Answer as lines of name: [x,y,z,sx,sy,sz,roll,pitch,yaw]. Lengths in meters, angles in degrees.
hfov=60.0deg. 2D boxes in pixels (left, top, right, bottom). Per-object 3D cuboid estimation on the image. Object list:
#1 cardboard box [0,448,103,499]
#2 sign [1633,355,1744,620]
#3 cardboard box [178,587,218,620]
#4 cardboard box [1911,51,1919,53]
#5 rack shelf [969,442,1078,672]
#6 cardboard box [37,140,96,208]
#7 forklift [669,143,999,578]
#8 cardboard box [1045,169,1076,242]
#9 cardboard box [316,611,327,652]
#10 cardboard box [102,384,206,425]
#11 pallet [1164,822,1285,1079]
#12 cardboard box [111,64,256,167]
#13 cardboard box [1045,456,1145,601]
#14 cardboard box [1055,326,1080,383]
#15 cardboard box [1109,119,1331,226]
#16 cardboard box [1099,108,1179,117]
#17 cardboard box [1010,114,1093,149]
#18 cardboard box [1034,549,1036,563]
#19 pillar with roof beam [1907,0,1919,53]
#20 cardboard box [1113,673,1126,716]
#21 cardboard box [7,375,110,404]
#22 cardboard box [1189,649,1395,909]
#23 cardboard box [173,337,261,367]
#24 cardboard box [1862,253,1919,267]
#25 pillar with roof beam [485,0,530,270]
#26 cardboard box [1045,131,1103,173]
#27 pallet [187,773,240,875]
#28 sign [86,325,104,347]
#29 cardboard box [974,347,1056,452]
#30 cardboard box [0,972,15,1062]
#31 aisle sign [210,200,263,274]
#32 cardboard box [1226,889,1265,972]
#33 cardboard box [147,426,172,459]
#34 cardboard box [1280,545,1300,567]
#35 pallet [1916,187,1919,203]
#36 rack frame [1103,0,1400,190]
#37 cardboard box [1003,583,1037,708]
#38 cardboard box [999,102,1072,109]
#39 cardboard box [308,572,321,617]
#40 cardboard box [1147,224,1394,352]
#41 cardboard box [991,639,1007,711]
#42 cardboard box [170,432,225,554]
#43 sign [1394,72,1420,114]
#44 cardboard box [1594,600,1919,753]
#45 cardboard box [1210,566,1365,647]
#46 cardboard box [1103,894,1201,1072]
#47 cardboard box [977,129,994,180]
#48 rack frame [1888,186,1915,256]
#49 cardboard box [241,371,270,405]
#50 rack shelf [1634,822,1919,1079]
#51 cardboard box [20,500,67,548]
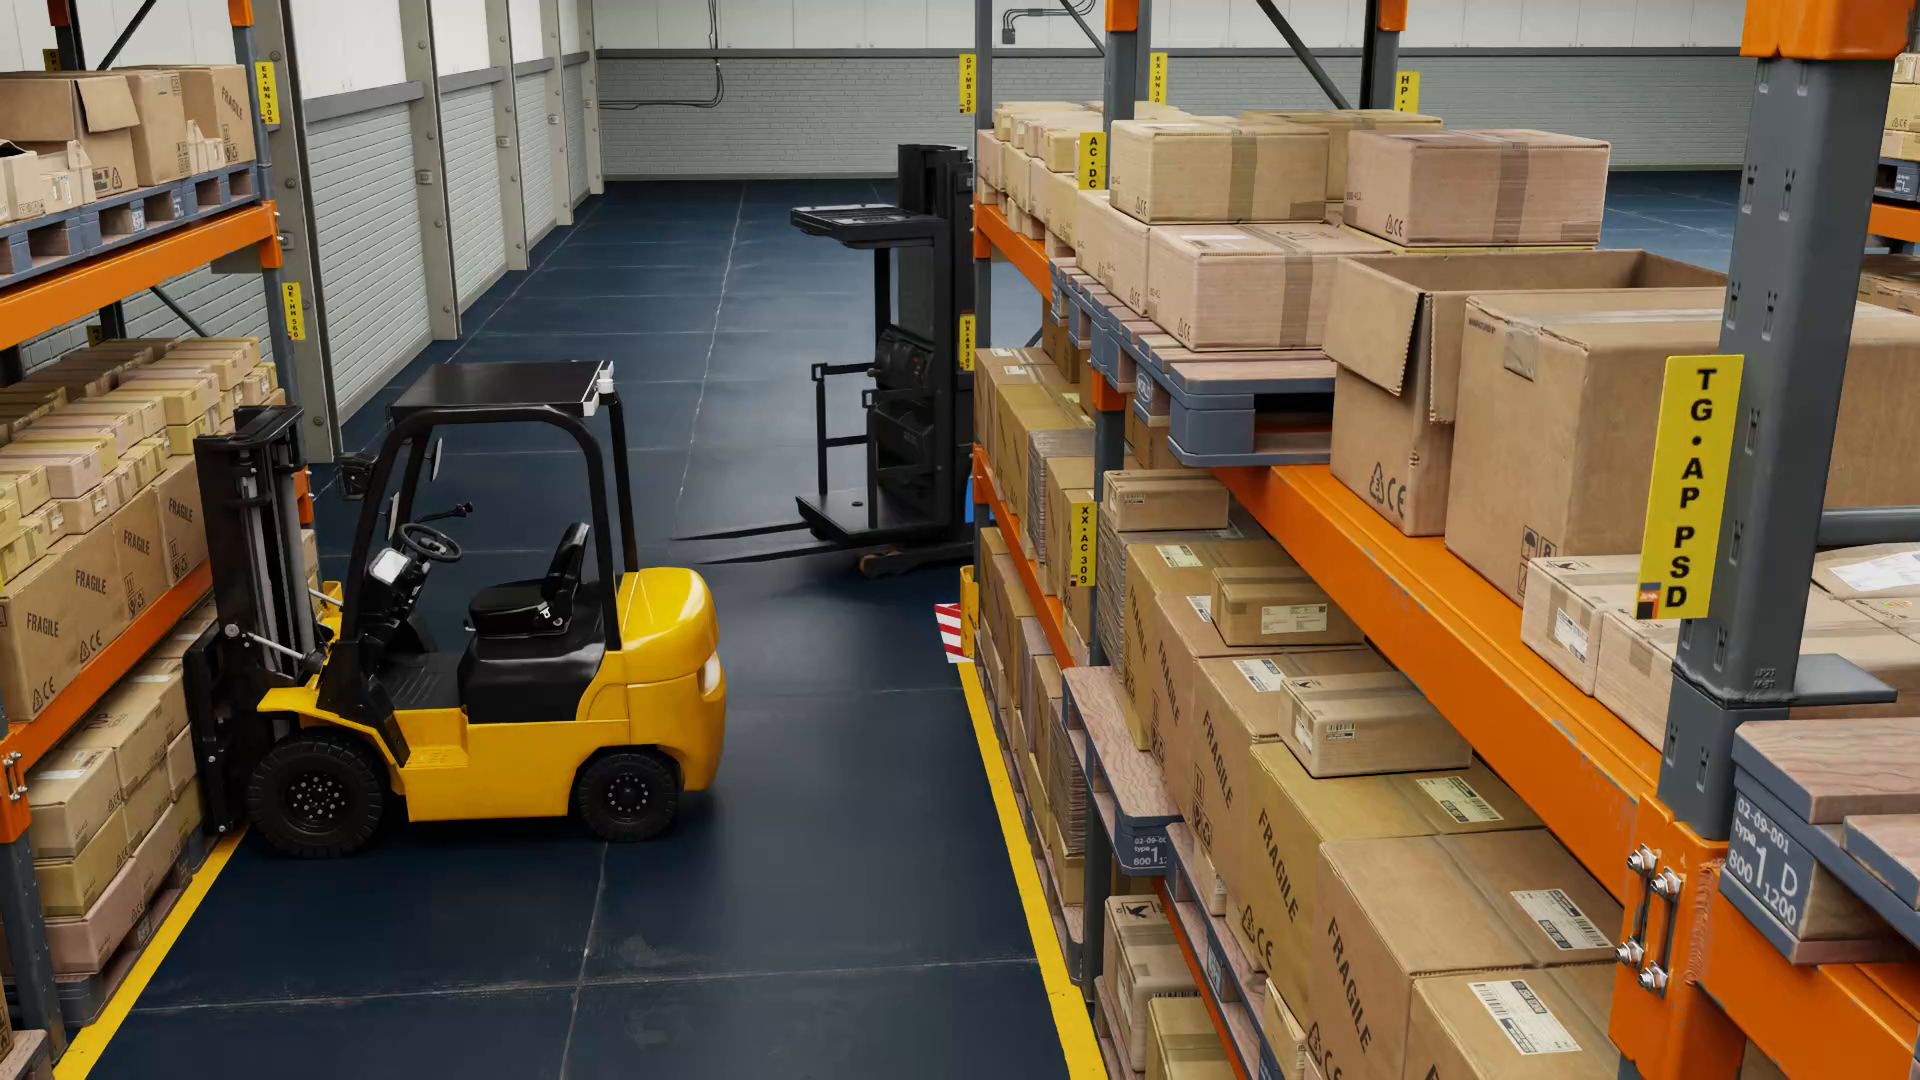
cardboard box: [-3.751,-0.269,6.780,0.380,0.149,0.250,-1,17,-4]
sign: [0.873,-0.059,1.988,0.100,0.325,0.005,-2,18,-6]
cardboard box: [-3.871,0.437,8.497,0.500,0.250,0.500,-2,17,-5]
cardboard box: [5.873,-2.814,9.846,0.380,0.149,0.250,-2,18,-5]
rack shelf: [0.794,0.158,8.368,1.077,0.370,4.000,-2,18,-6]
cardboard box: [-3.787,-1.502,6.801,0.396,0.266,0.258,-2,18,-7]
forklift: [-0.586,-1.307,11.947,3.031,2.935,1.130,-8,19,-24]
cardboard box: [0.634,-1.365,6.762,0.500,0.250,0.500,-2,18,-7]
cardboard box: [-3.986,0.615,9.600,0.500,0.250,0.500,-2,18,-5]
cardboard box: [-3.871,-0.649,7.989,0.380,0.149,0.250,-1,17,-5]
pallet: [1.168,1.105,4.469,1.003,0.211,1.213,-2,18,-6]
cardboard box: [-4.061,-2.229,8.728,0.500,0.500,0.500,-1,17,-4]
cardboard box: [0.647,-0.057,7.187,0.500,0.500,0.500,-1,17,-4]
cardboard box: [0.902,-1.151,9.004,0.700,0.500,0.500,-2,18,-5]
cardboard box: [0.724,-1.053,4.731,0.500,0.250,0.500,-2,18,-7]
cardboard box: [0.924,-2.151,8.600,0.380,0.149,0.250,-2,18,-5]
cardboard box: [0.446,-1.981,8.061,0.380,0.149,0.250,-1,17,-4]
cardboard box: [0.559,0.064,7.884,0.380,0.149,0.250,-2,18,-7]
pillar with roof beam: [18.782,-13.032,39.164,9.100,9.000,0.400,-2,18,-6]
cardboard box: [0.743,0.504,5.781,0.380,0.149,0.250,-2,17,-5]
cardboard box: [-4.429,-0.710,8.185,0.380,0.149,0.250,-1,17,-4]
cardboard box: [0.917,0.619,4.334,0.500,0.500,0.500,-2,18,-8]
cardboard box: [-4.102,-1.026,9.190,0.380,0.149,0.250,-2,18,-5]
cardboard box: [5.501,-1.439,10.201,0.875,0.550,0.550,-2,18,-6]
pillar with roof beam: [-2.748,-8.750,25.523,9.100,9.000,0.400,-2,18,-6]
cardboard box: [0.552,-1.598,6.838,0.380,0.149,0.250,-1,17,-4]
pallet: [-4.106,1.293,8.207,1.003,0.211,1.213,-2,18,-6]
sign: [-4.902,-1.062,9.475,0.100,0.325,0.005,-2,18,-6]
cardboard box: [0.361,-0.821,9.621,0.500,0.500,0.500,-2,18,-6]
cardboard box: [-3.871,1.653,5.669,0.875,0.625,0.625,-1,17,-3]
aisle sign: [-4.064,-1.896,9.368,0.394,0.787,0.004,-2,18,-6]
cardboard box: [0.907,0.972,4.291,0.380,0.149,0.250,-2,18,-7]
cardboard box: [-3.942,-0.431,7.791,0.380,0.149,0.250,-2,18,-6]
cardboard box: [1.329,0.299,5.353,0.500,0.500,0.500,-2,18,-5]
pallet: [5.717,-1.768,8.441,1.003,0.211,1.213,-2,18,-6]
rack frame: [1.000,-2.452,5.463,1.000,3.000,0.127,-2,18,-6]
cardboard box: [0.501,0.534,8.607,0.500,0.500,0.500,-1,17,-5]
cardboard box: [0.422,-2.361,9.269,0.380,0.149,0.250,-2,18,-6]
cardboard box: [-3.988,0.382,9.509,0.500,0.250,0.500,-2,18,-6]
cardboard box: [0.789,-0.663,4.321,0.500,0.250,0.500,-2,18,-6]
cardboard box: [0.441,0.731,9.229,0.500,0.250,0.500,-1,17,-4]
cardboard box: [-3.939,-0.228,8.230,0.500,0.500,0.500,-2,18,-7]
sign: [1.552,-1.473,5.834,0.100,0.325,0.005,-2,18,-6]
cardboard box: [1.172,0.204,2.432,0.380,0.149,0.250,-2,18,-6]
cardboard box: [0.912,0.183,4.640,0.380,0.149,0.250,-1,17,-3]
cardboard box: [1.057,1.620,6.195,0.950,0.372,0.625,-2,17,-5]
cardboard box: [0.375,-2.125,9.183,0.500,0.250,0.500,-2,18,-7]
rack frame: [5.501,-0.964,10.741,1.000,3.000,0.127,-2,18,-6]
cardboard box: [-3.979,-0.814,9.013,0.380,0.149,0.250,-1,17,-5]
rack shelf: [1.619,1.110,0.326,1.077,0.370,4.000,-2,18,-6]
cardboard box: [-3.790,-0.049,6.576,0.380,0.149,0.250,-2,18,-6]
